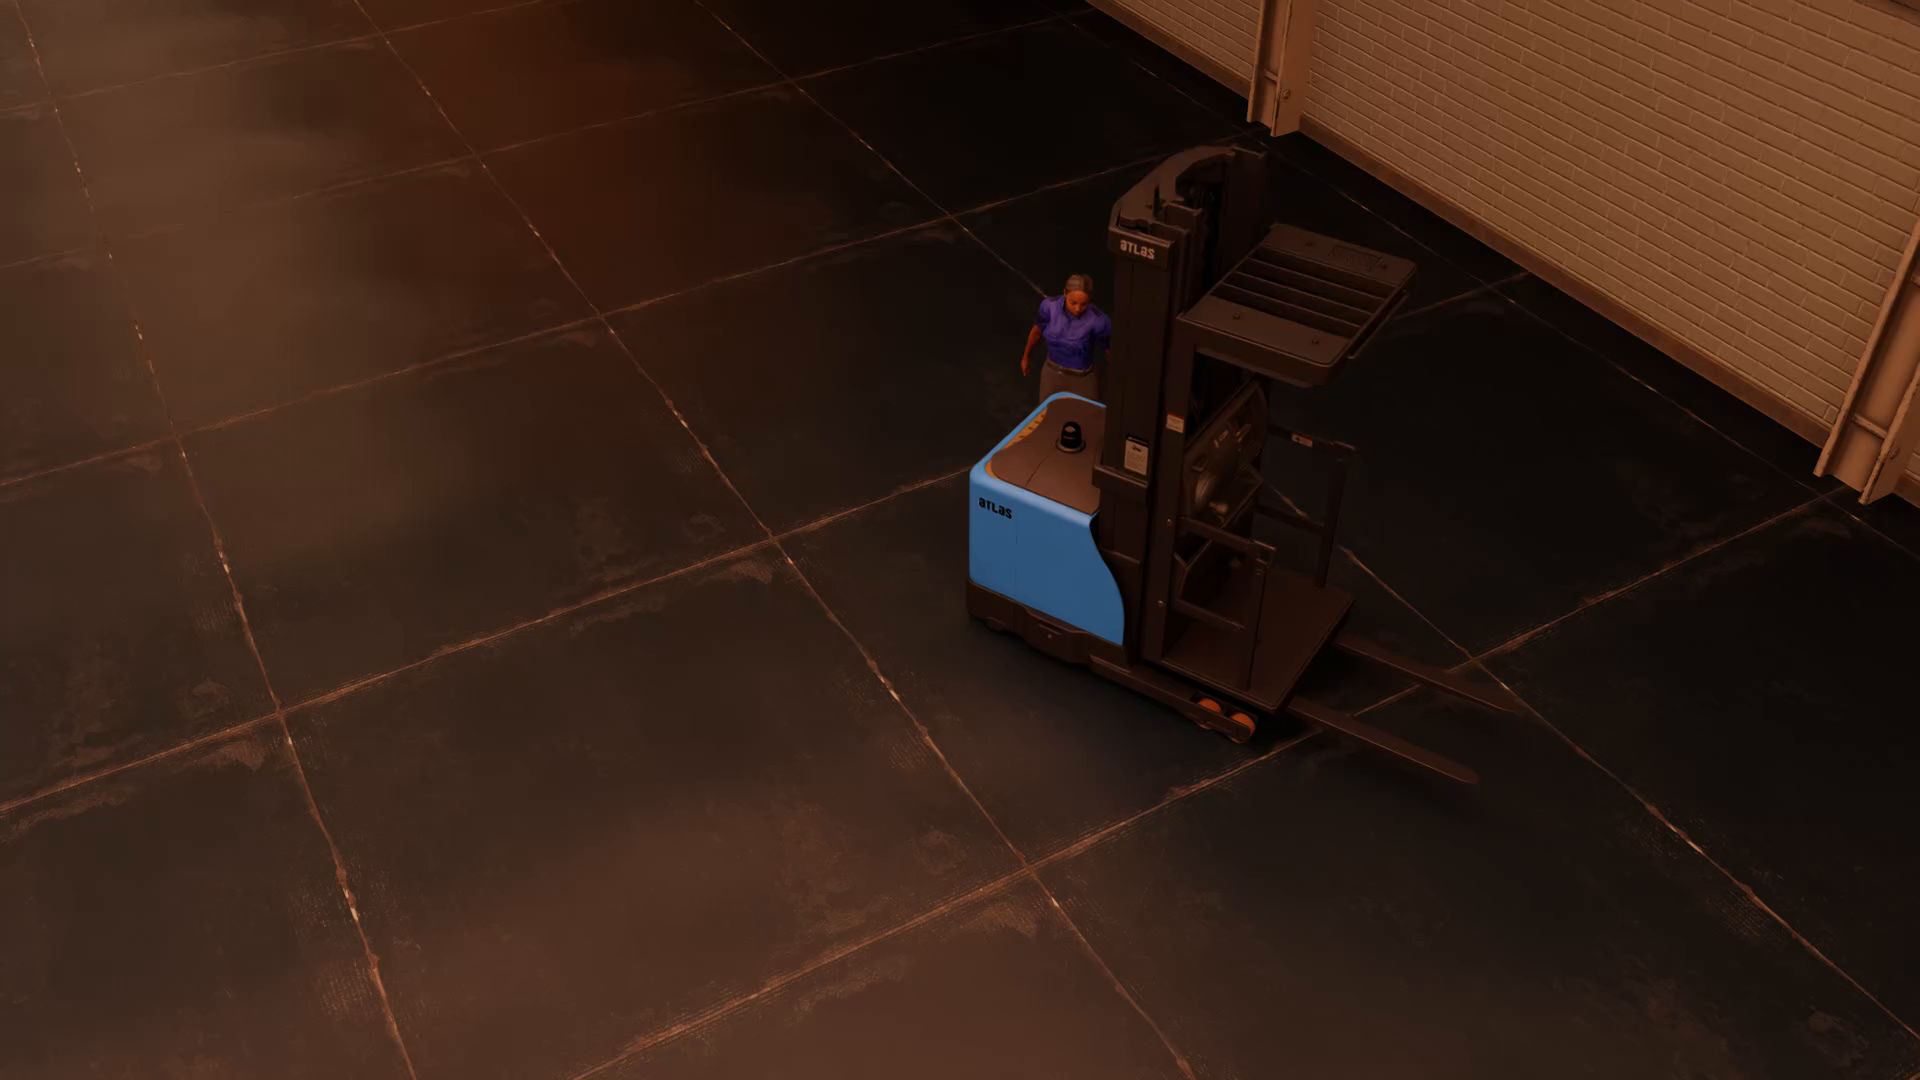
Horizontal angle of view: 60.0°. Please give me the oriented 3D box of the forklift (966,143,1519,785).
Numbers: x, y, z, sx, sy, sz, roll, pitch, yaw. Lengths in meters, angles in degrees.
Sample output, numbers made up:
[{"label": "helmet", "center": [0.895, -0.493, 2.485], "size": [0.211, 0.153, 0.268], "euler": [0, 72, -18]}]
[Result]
[{"label": "forklift", "center": [1.549, -0.418, 8.541], "size": [3.031, 2.935, 1.130], "euler": [23, 45, 25]}]

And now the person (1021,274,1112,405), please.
[{"label": "person", "center": [0.719, -0.979, 10.263], "size": [0.804, 1.628, 0.396], "euler": [18, 43, 20]}]
